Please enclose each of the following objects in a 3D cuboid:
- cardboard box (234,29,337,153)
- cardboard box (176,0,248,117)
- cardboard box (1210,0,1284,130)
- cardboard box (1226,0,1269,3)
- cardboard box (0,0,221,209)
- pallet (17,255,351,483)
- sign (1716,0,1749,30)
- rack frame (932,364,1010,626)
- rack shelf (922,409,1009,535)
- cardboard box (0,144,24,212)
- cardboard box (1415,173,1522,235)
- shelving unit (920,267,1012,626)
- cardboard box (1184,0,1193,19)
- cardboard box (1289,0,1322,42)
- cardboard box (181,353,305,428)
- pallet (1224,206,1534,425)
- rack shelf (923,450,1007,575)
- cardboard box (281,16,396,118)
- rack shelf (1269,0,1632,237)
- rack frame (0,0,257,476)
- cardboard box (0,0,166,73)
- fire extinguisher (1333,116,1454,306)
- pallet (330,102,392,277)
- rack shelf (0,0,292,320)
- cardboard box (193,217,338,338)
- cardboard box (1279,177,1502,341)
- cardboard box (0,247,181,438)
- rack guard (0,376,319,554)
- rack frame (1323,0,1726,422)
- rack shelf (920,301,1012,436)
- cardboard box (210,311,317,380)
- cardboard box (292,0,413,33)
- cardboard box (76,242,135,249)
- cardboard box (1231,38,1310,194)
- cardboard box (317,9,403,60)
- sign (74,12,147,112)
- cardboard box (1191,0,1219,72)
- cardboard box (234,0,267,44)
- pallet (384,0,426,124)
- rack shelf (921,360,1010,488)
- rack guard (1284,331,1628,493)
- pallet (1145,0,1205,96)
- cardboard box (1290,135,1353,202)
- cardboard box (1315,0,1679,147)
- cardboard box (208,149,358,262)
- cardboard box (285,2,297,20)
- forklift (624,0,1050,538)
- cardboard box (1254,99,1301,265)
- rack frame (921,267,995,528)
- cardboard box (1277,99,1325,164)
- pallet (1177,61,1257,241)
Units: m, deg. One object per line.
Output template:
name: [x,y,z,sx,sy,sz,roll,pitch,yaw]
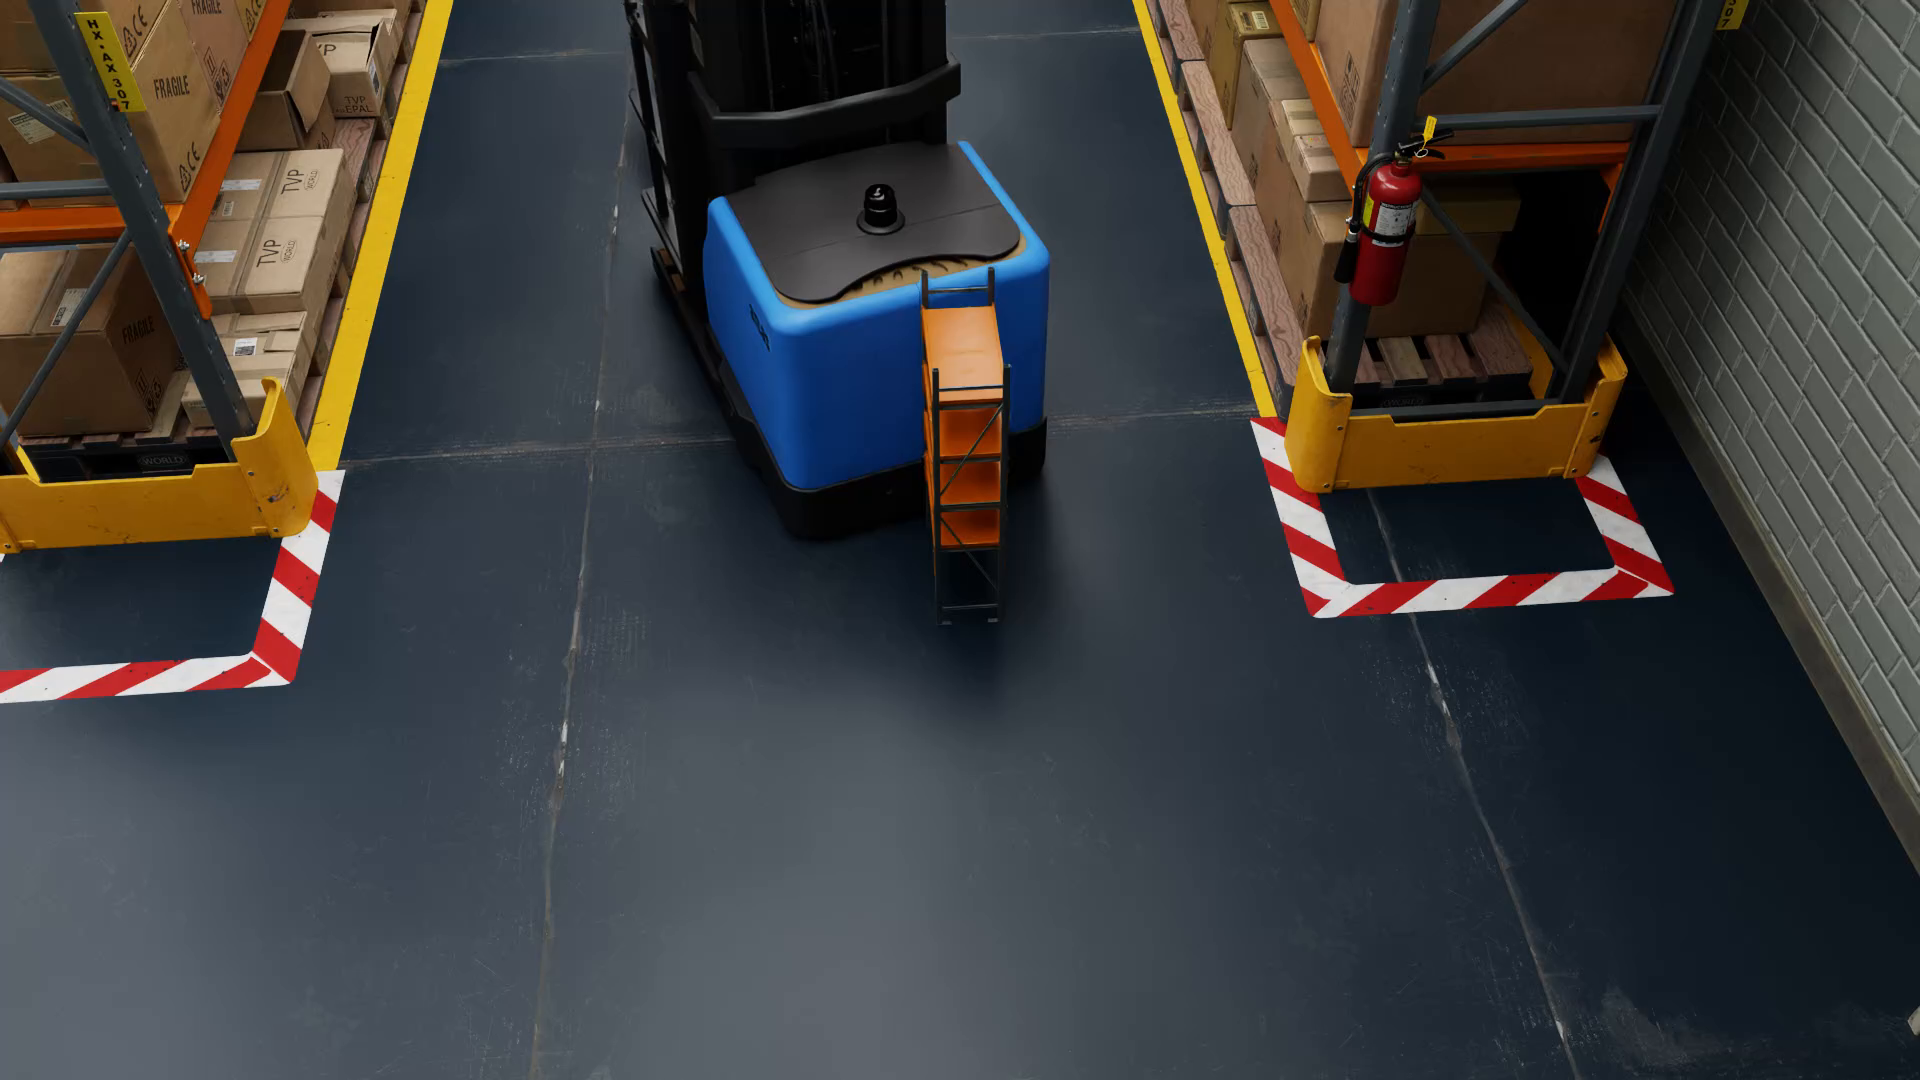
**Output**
cardboard box: [-3.230,-1.909,7.408,0.797,0.503,0.637,-3,47,-3]
cardboard box: [-2.881,-1.826,5.844,0.500,0.500,0.500,-4,47,-4]
cardboard box: [1.583,-2.281,7.777,0.700,0.500,0.500,-3,47,-2]
cardboard box: [1.394,-2.603,7.635,0.380,0.149,0.250,-5,47,-4]
cardboard box: [-2.832,-1.453,5.491,0.500,0.500,0.500,-3,47,-2]
pallet: [-3.132,-0.754,6.819,1.003,0.211,1.213,-3,47,-3]
sign: [2.432,-1.739,5.180,0.100,0.325,0.005,-3,47,-3]
rack frame: [0.034,-0.116,5.534,0.240,1.200,0.015,-3,47,-3]
rack shelf: [0.014,-0.247,5.750,0.258,0.148,0.480,-3,47,-3]
cardboard box: [-3.367,-1.423,5.463,0.500,0.500,0.500,-2,47,-2]
cardboard box: [1.930,-1.315,6.415,0.380,0.149,0.250,-3,47,-3]
shelving unit: [0.014,-0.293,5.701,0.258,1.200,0.503,-3,47,-3]
cardboard box: [1.504,-3.017,8.473,0.700,0.500,0.500,-3,47,-3]
cardboard box: [1.753,-2.382,6.234,0.980,0.700,0.700,-4,47,-4]
cardboard box: [-2.750,-0.576,6.390,0.380,0.149,0.250,-3,47,-3]
pallet: [1.733,-1.000,7.052,1.003,0.211,1.213,-3,47,-3]
rack shelf: [0.014,-0.110,5.894,0.258,0.148,0.480,-3,47,-3]
cardboard box: [-3.000,-2.264,7.877,0.500,0.311,0.500,-3,47,-3]
rack shelf: [1.711,-2.585,7.127,1.077,0.370,4.000,-3,47,-3]
rack frame: [-3.058,-1.081,5.208,1.000,3.000,0.127,-3,47,-3]
cardboard box: [-2.832,-1.796,5.128,0.500,0.500,0.500,-2,47,-2]
fire extinguisher: [1.431,-1.093,5.529,0.296,0.674,0.183,-3,47,-3]
pallet: [-3.231,-1.635,7.653,1.003,0.211,1.213,-3,47,-3]
rack shelf: [-3.225,-2.281,6.840,1.077,0.370,4.000,-3,47,-3]
cardboard box: [-2.863,-1.059,6.778,0.500,0.250,0.500,-3,47,-3]
cardboard box: [1.720,-1.170,6.725,0.700,0.500,0.500,-3,47,-3]
cardboard box: [-3.349,-0.751,6.314,0.500,0.500,0.500,-3,47,-3]
rack guard: [-3.064,-0.277,6.168,1.175,0.500,0.348,-3,47,-3]
rack frame: [1.878,-1.385,5.496,1.000,3.000,0.127,-3,47,-3]
rack shelf: [0.014,-0.563,5.416,0.258,0.148,0.480,-3,47,-3]
cardboard box: [-2.771,-0.763,6.555,0.380,0.166,0.250,-3,47,-3]
cardboard box: [-3.062,-2.872,8.323,0.500,0.500,0.500,-3,47,-3]
cardboard box: [-3.398,-1.355,7.058,0.500,0.250,0.500,-3,47,-3]
cardboard box: [1.635,-1.896,7.412,0.700,0.500,0.500,-5,47,-5]
cardboard box: [-2.971,-2.484,8.197,0.380,0.149,0.250,-3,47,-3]
sign: [-2.517,-1.412,4.925,0.100,0.325,0.005,-3,47,-3]
cardboard box: [1.542,-2.653,8.129,0.700,0.500,0.500,-4,47,-4]
cardboard box: [-2.920,-2.189,6.188,0.500,0.500,0.500,-4,47,-3]
pallet: [-3.336,-2.519,8.491,1.003,0.211,1.213,-3,47,-3]
rack shelf: [0.014,-0.400,5.587,0.258,0.148,0.480,-3,47,-3]
rack guard: [1.880,-0.508,6.387,1.175,0.500,0.348,-3,47,-3]
pallet: [1.529,-2.765,8.723,1.003,0.211,1.213,-3,47,-3]
cardboard box: [1.528,-1.475,6.567,0.380,0.149,0.250,-4,47,-4]
cardboard box: [1.825,-1.856,5.736,0.980,0.700,0.700,-2,47,-1]
cardboard box: [-2.904,-1.421,7.121,0.500,0.250,0.500,-3,47,-3]
cardboard box: [-3.573,-2.885,8.465,0.500,0.311,0.500,-3,47,-3]
forklift: [-0.701,-2.104,6.224,1.130,2.935,3.031,-17,49,-15]
cardboard box: [1.678,-1.532,7.068,0.700,0.500,0.500,-4,47,-3]
rack frame: [-0.007,-0.469,5.868,0.240,1.200,0.015,-3,47,-3]
cardboard box: [1.505,-1.660,6.742,0.380,0.149,0.250,-2,47,-2]
pallet: [1.634,-1.880,7.886,1.003,0.211,1.213,-3,47,-3]
